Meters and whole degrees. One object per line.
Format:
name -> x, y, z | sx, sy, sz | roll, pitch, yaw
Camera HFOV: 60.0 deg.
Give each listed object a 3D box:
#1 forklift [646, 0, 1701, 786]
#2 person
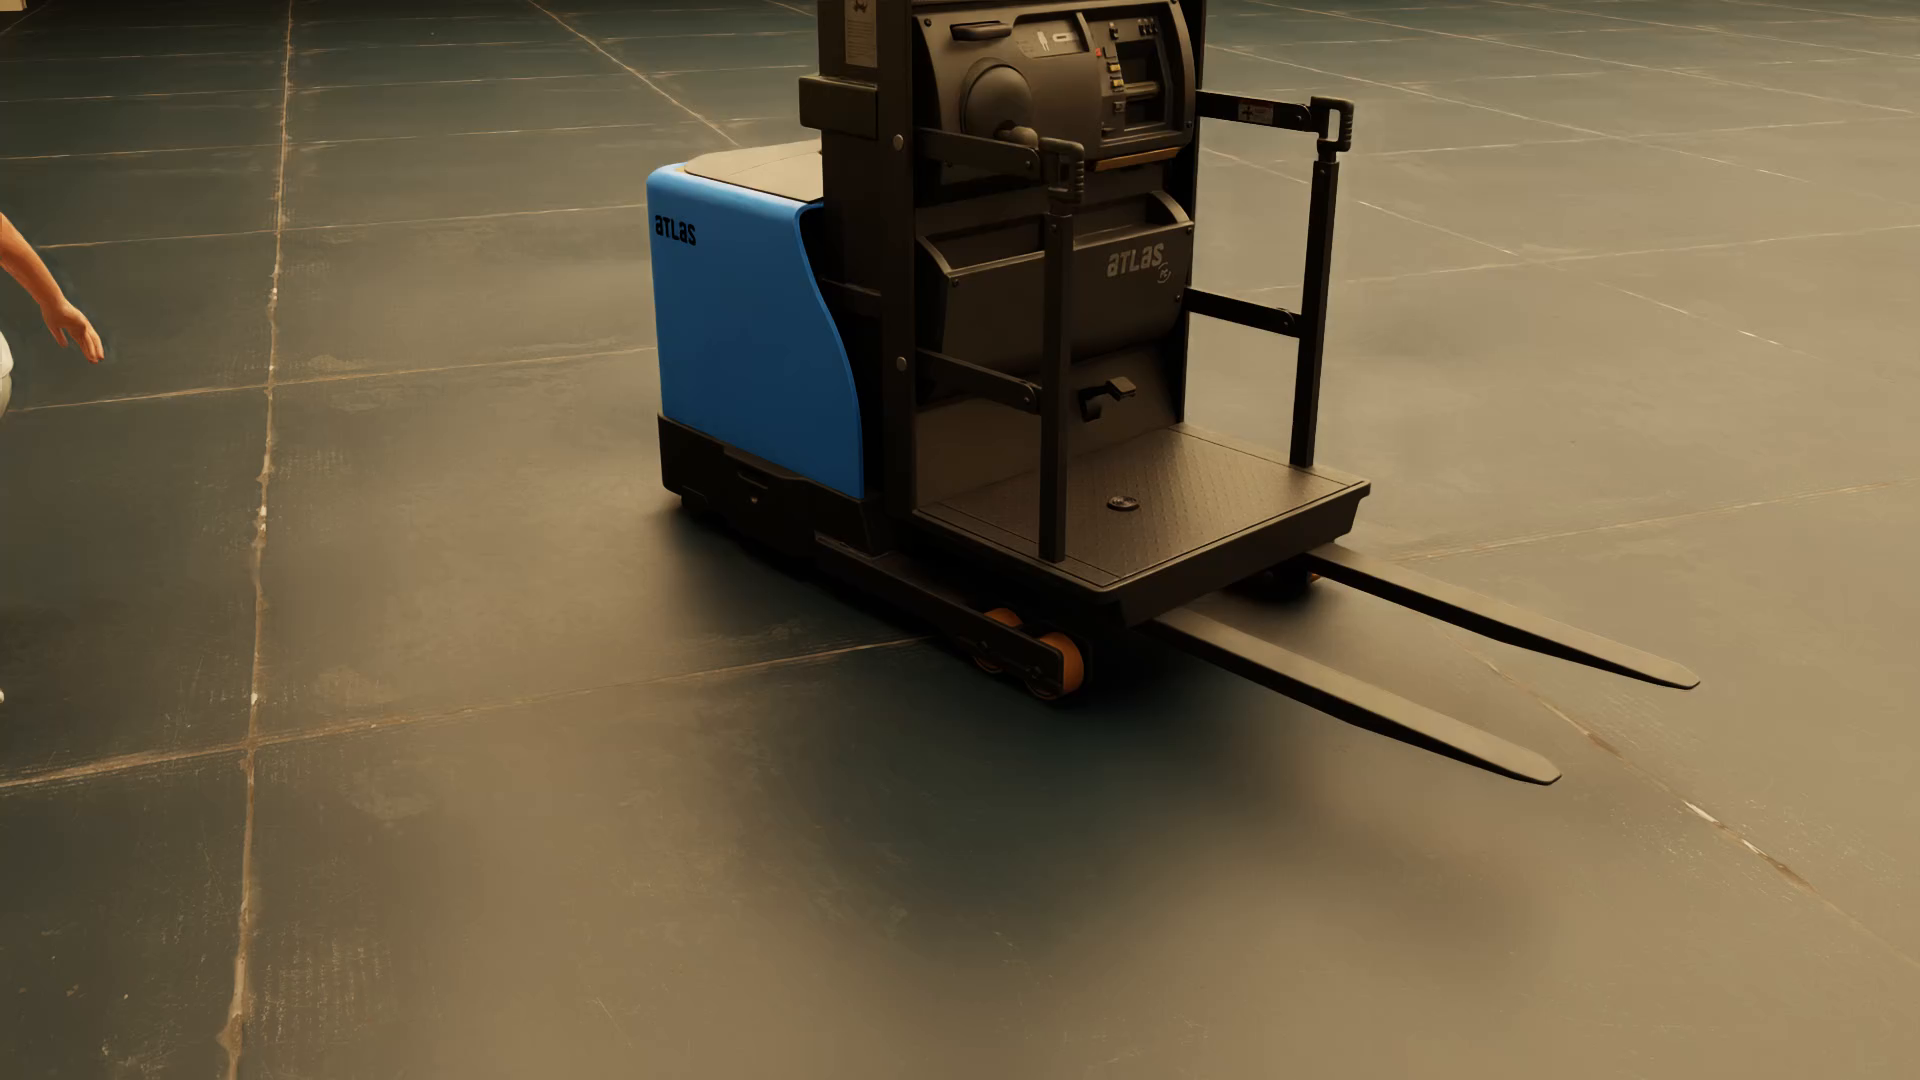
forklift -> 0.409, -1.176, 4.096 | 1.130, 2.935, 3.031 | -19, 30, -38
person -> -2.636, -0.416, 4.006 | 0.795, 1.616, 0.777 | 14, 26, 29
